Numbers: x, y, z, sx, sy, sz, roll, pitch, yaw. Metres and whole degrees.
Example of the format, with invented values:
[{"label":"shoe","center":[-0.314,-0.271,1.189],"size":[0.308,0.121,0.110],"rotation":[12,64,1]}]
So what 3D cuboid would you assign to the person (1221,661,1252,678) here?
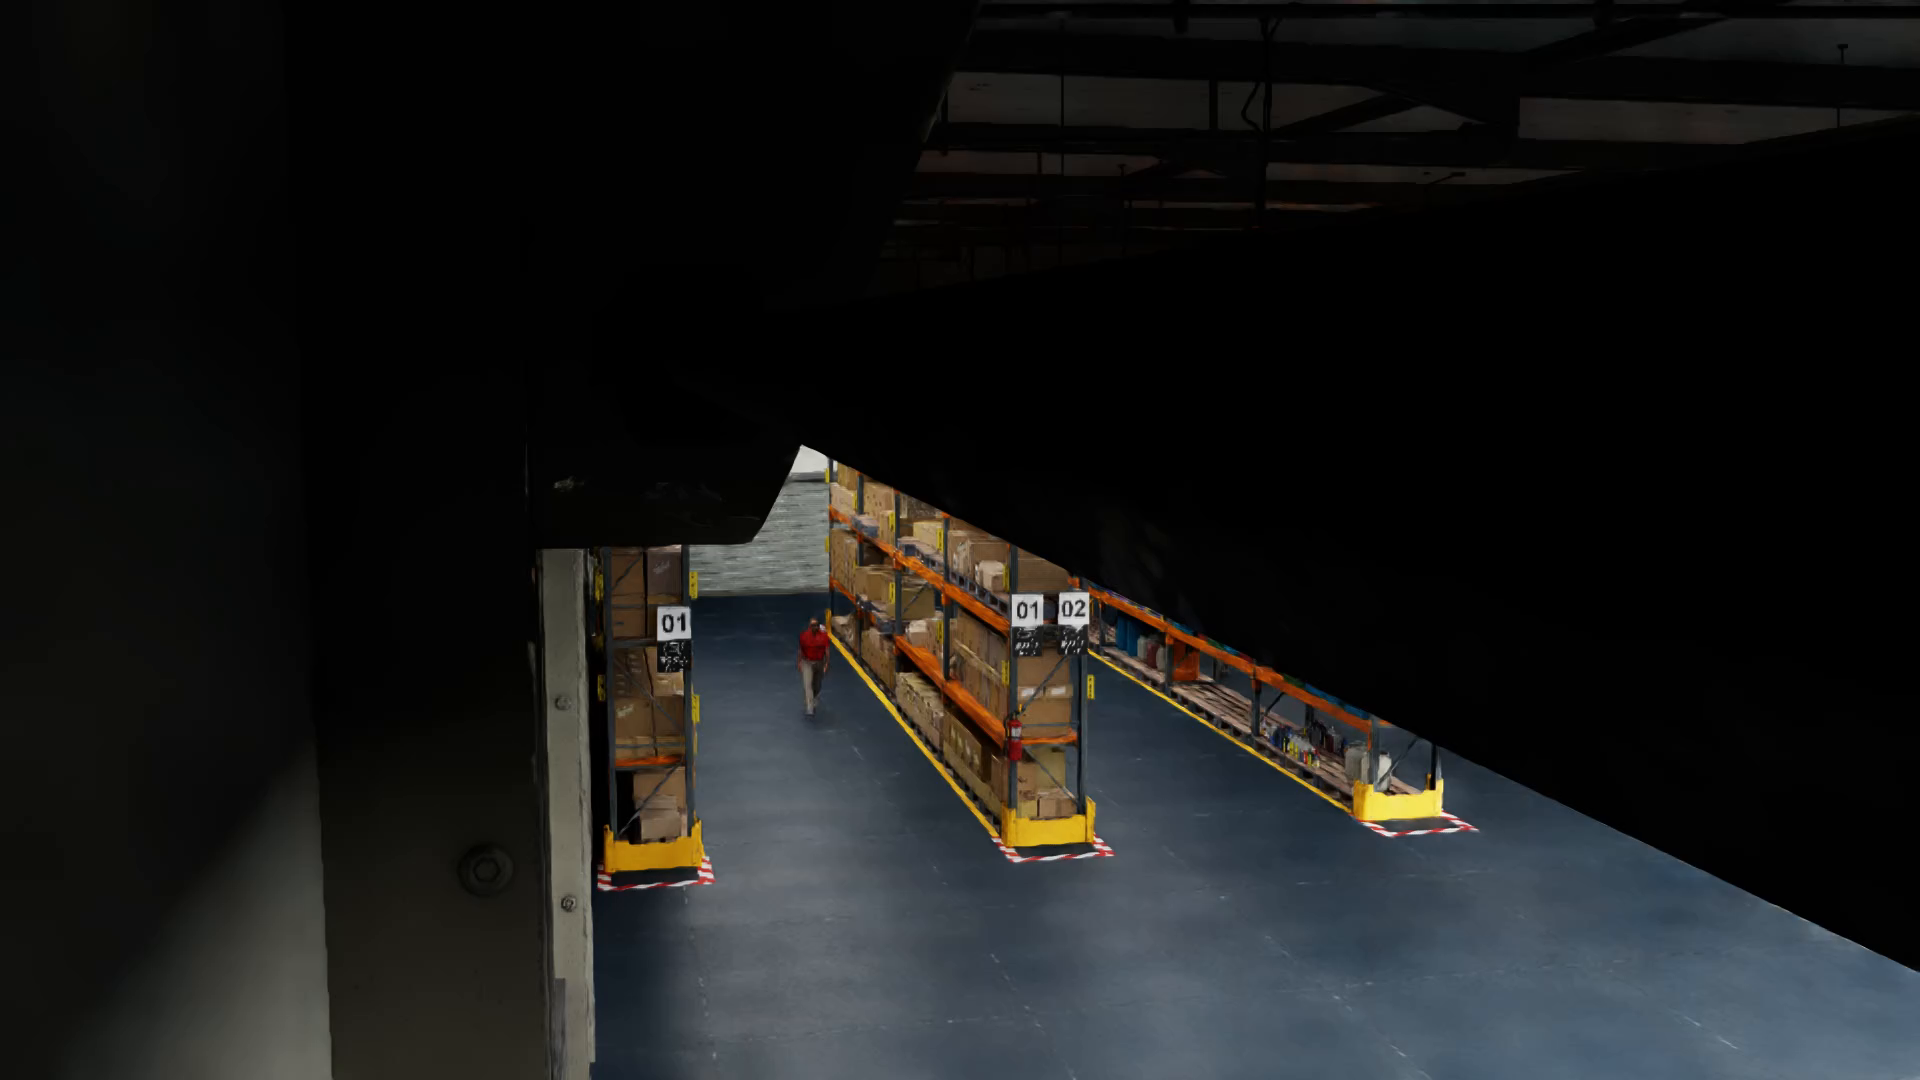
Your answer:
[{"label":"person","center":[5.273,1.783,31.421],"size":[0.483,1.621,0.993],"rotation":[-3,7,-21]}]

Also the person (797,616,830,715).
[{"label":"person","center":[-2.494,2.118,28.515],"size":[0.537,1.643,1.130],"rotation":[-2,7,-15]}]
